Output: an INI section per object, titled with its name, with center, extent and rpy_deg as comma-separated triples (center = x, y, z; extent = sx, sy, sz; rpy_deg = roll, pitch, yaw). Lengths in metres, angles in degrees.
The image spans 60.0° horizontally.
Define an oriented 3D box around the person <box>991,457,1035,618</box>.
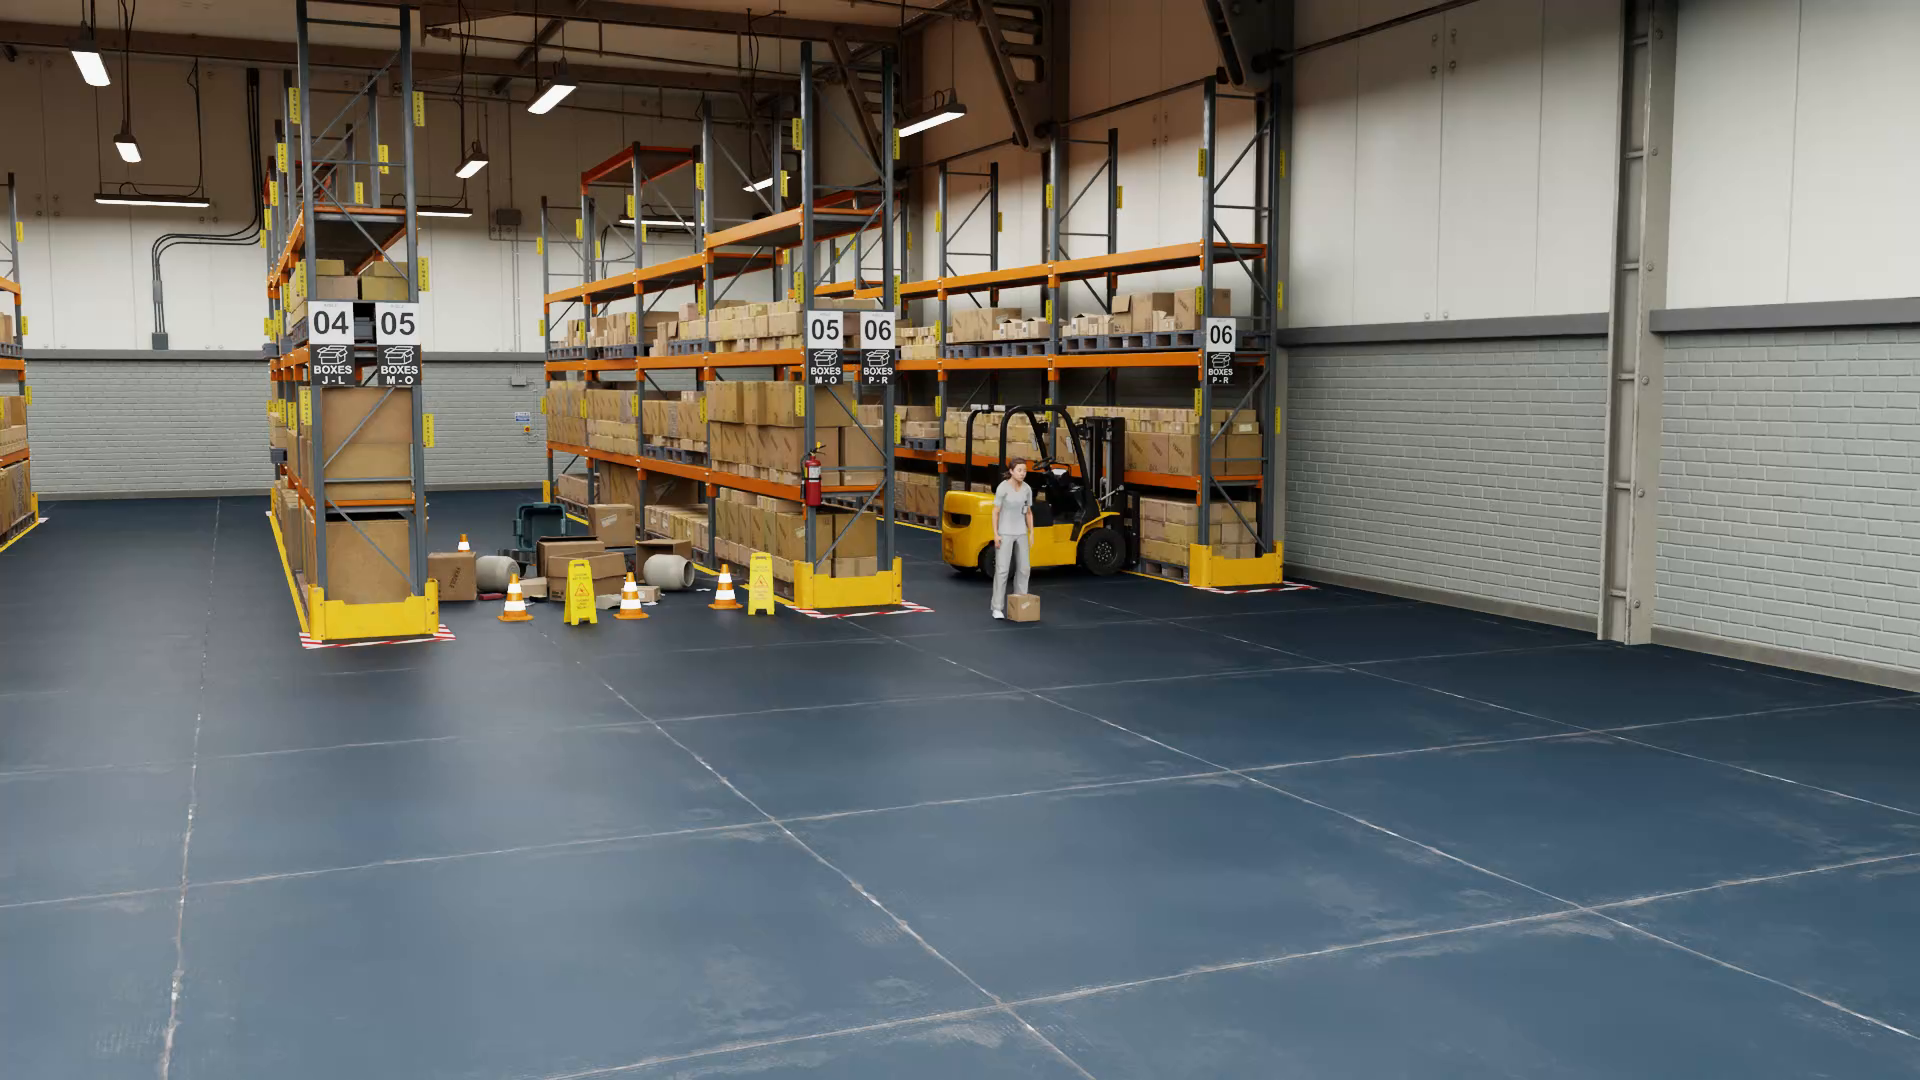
[person]
center = 0.550, -0.032, 17.309
extent = 0.514, 1.671, 0.361
rpy_deg = -3, 6, -27
